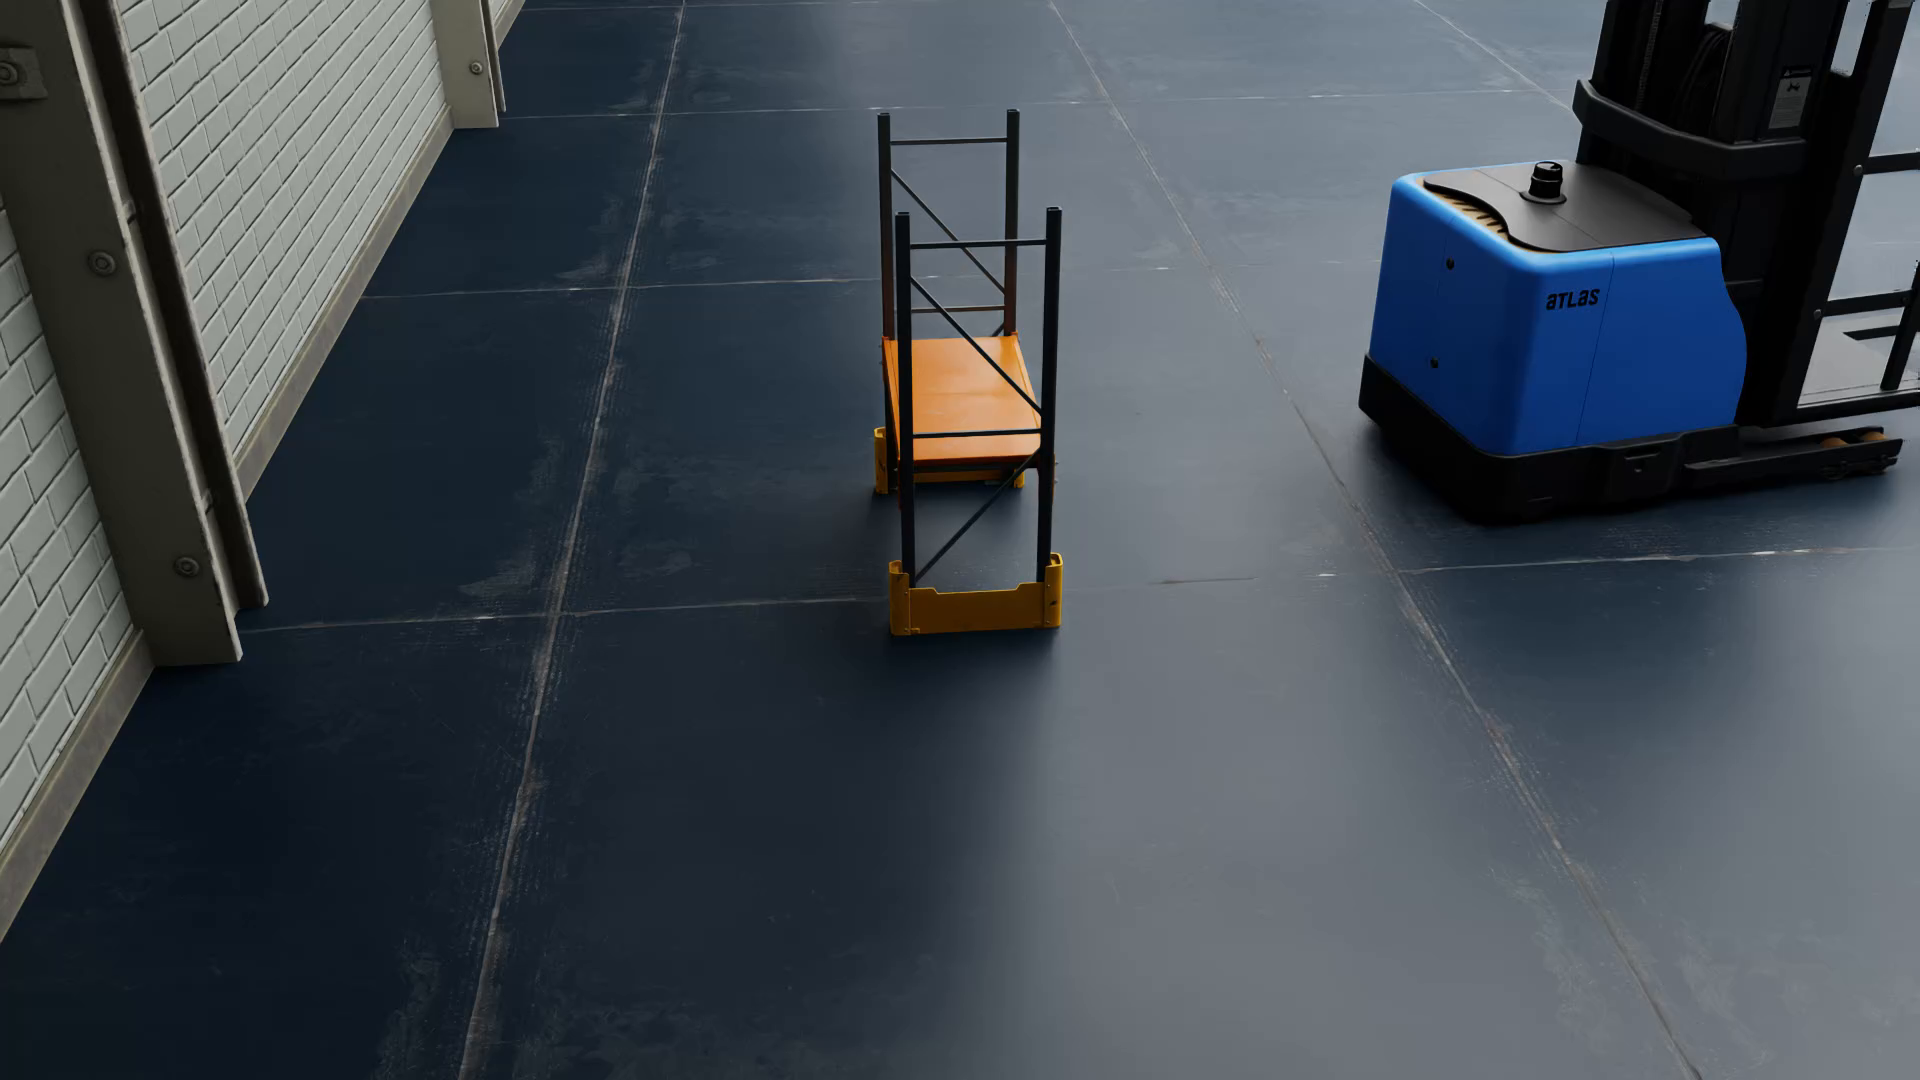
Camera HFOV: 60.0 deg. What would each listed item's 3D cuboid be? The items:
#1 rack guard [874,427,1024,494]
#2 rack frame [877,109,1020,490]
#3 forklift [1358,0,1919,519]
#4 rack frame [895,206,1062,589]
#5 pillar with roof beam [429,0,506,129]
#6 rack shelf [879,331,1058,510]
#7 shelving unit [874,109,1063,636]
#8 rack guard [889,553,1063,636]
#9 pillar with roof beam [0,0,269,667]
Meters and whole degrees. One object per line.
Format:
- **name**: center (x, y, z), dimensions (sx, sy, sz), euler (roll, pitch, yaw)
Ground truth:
- **rack guard**: center (-0.039, -0.323, 6.546), dimensions (0.587, 0.250, 0.087), euler (-3, 31, -5)
- **rack frame**: center (-0.040, -0.860, 6.227), dimensions (0.500, 1.500, 0.032), euler (-3, 31, -5)
- **forklift**: center (3.267, -1.751, 6.323), dimensions (3.031, 2.935, 1.130), euler (-8, 32, -13)
- **rack frame**: center (0.055, -0.341, 5.358), dimensions (0.500, 1.500, 0.032), euler (-3, 31, -5)
- **pillar with roof beam**: center (1.139, -6.818, 8.889), dimensions (9.100, 9.000, 0.400), euler (-3, 31, -5)
- **rack shelf**: center (0.008, -0.446, 5.885), dimensions (0.538, 0.185, 1.000), euler (-3, 31, -5)
- **shelving unit**: center (0.007, -0.605, 5.800), dimensions (0.587, 1.500, 1.083), euler (-3, 31, -5)
- **rack guard**: center (0.054, 0.186, 5.695), dimensions (0.587, 0.250, 0.087), euler (-3, 31, -5)
- **pillar with roof beam**: center (1.699, -3.754, 3.760), dimensions (9.100, 9.000, 0.400), euler (-3, 31, -5)
